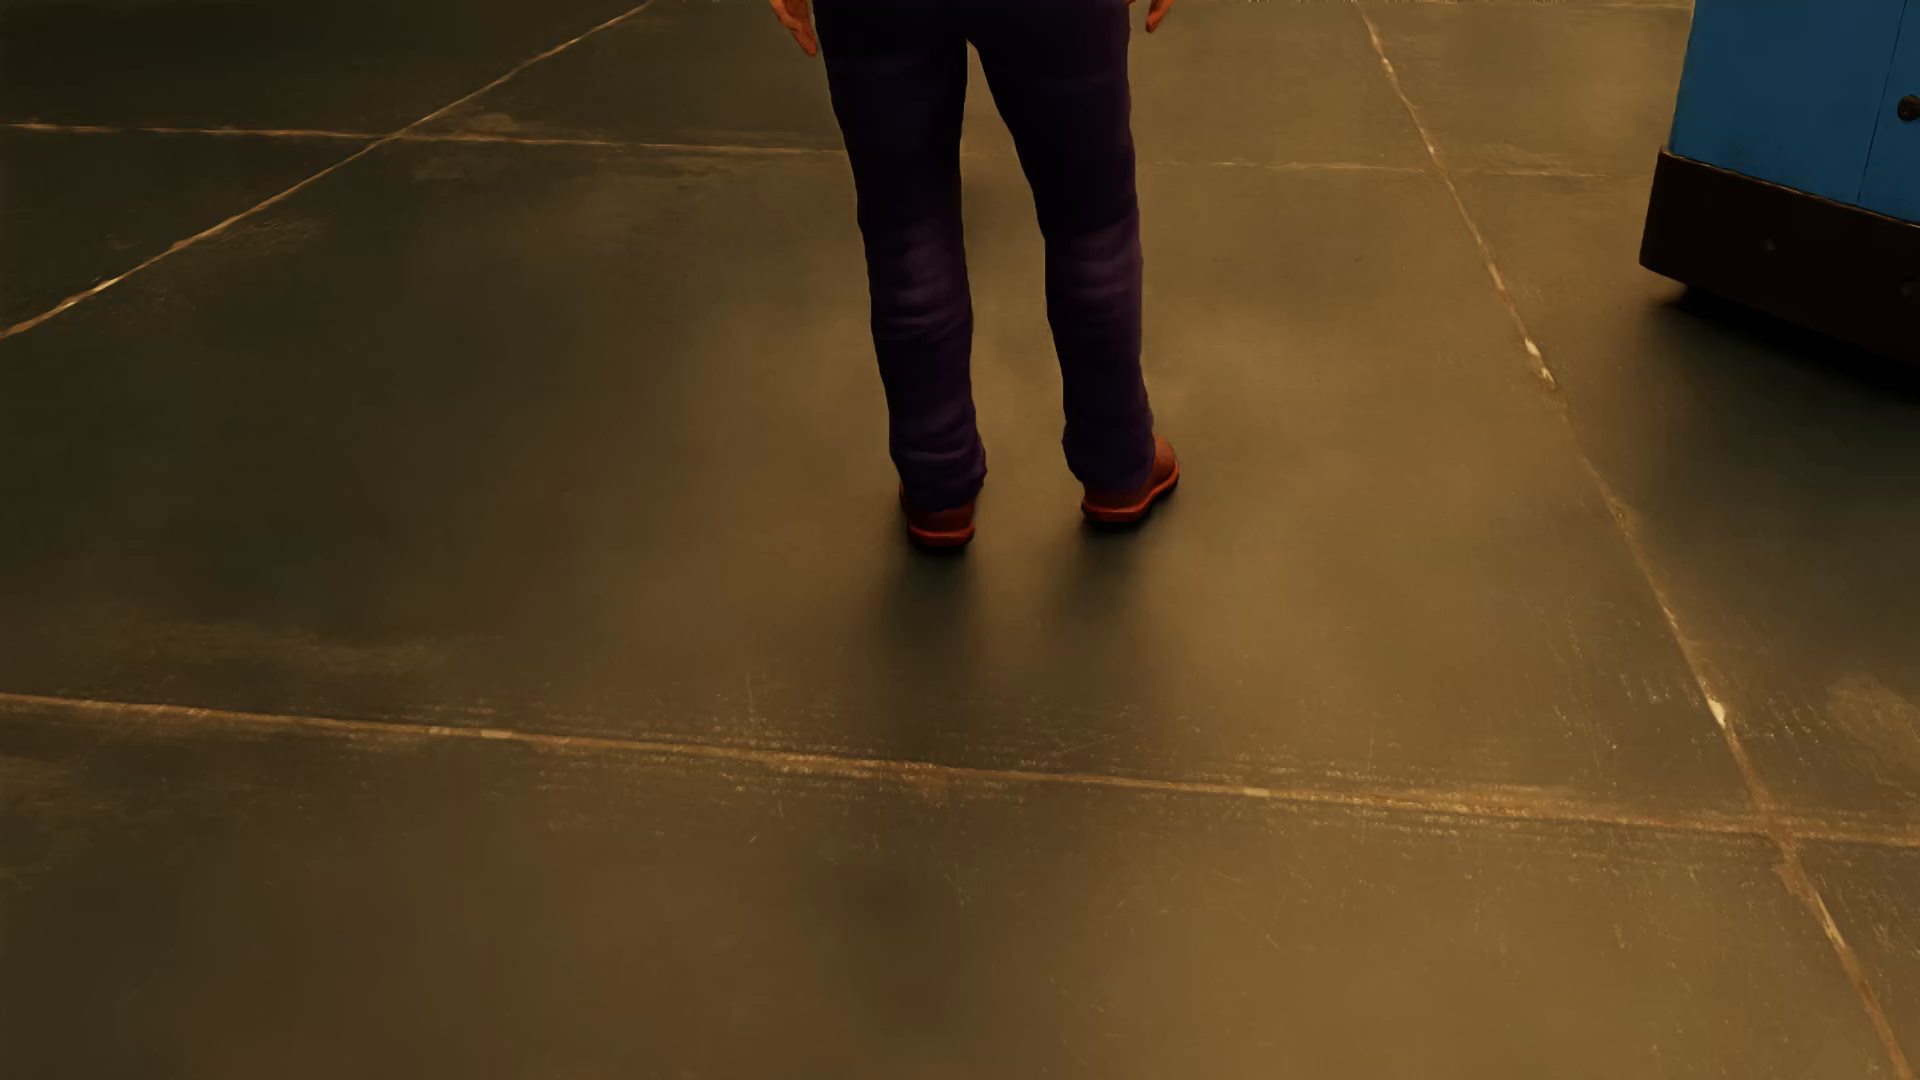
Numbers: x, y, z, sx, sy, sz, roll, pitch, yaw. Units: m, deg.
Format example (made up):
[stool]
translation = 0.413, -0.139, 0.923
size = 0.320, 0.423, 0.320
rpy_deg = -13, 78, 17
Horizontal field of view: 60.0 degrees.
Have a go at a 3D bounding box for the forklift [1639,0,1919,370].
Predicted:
[forklift]
translation = 2.994, -1.909, 3.043
size = 3.031, 2.935, 1.130
rpy_deg = -11, 29, -21

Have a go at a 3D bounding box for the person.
[person]
translation = 0.035, -0.782, 2.206
size = 0.599, 1.650, 0.502
rpy_deg = 3, 27, 7
